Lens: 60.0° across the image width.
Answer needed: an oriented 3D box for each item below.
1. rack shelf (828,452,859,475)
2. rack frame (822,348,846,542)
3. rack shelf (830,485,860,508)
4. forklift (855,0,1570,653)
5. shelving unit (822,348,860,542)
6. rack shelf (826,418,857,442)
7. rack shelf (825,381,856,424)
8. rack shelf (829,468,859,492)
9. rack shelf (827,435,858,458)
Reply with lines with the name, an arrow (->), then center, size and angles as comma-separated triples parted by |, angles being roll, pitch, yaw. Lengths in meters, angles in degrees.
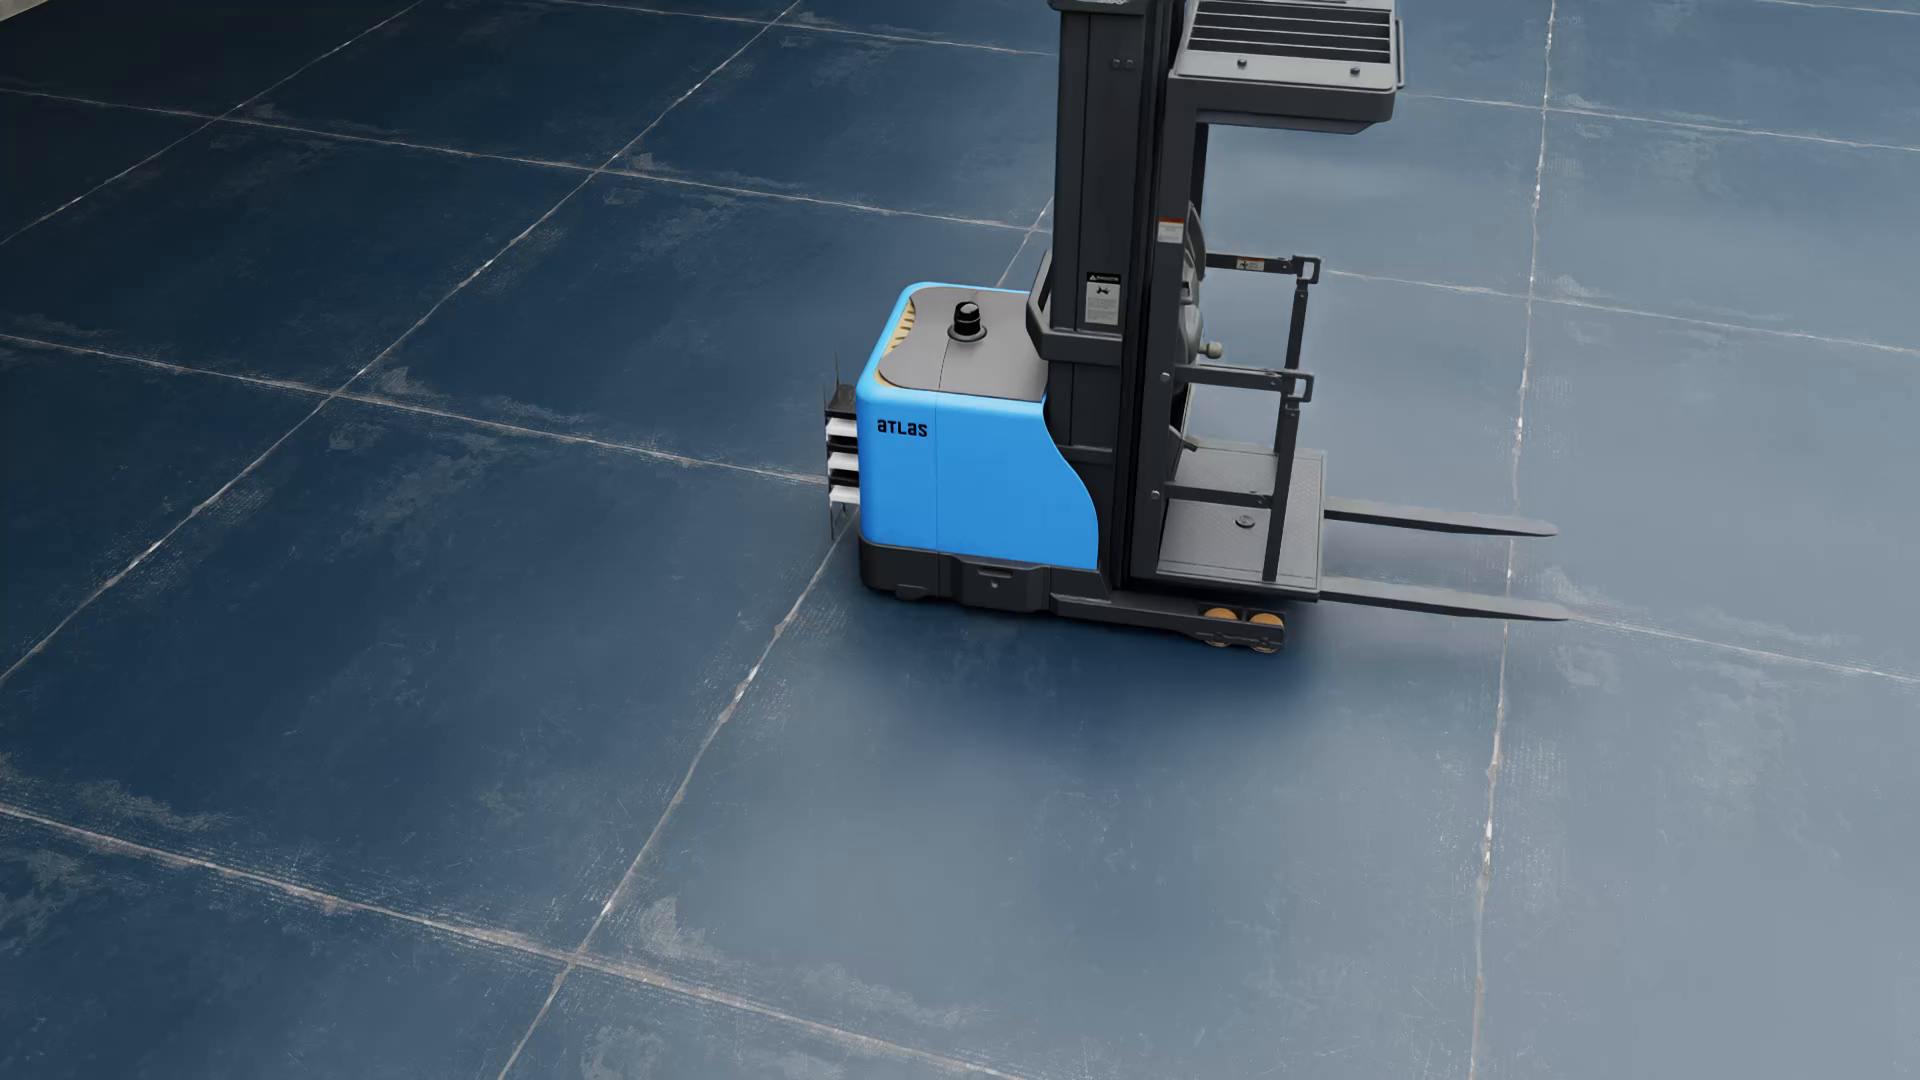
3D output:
rack shelf -> -0.472, -0.384, 7.569 | 0.200, 0.077, 0.258 | 7, 37, 9
rack frame -> -0.571, -0.423, 7.565 | 0.006, 0.900, 0.240 | 7, 37, 9
rack shelf -> -0.472, -0.239, 7.675 | 0.200, 0.077, 0.258 | 7, 37, 9
forklift -> 1.124, -1.045, 6.698 | 3.031, 2.935, 1.130 | 7, 37, 9
shelving unit -> -0.472, -0.411, 7.549 | 0.210, 0.900, 0.258 | 7, 37, 9
rack shelf -> -0.472, -0.529, 7.462 | 0.200, 0.077, 0.258 | 7, 37, 9
rack shelf -> -0.472, -0.601, 7.409 | 0.200, 0.077, 0.258 | 7, 37, 9
rack shelf -> -0.472, -0.311, 7.622 | 0.200, 0.077, 0.258 | 7, 37, 9
rack shelf -> -0.472, -0.456, 7.515 | 0.200, 0.077, 0.258 | 7, 37, 9
